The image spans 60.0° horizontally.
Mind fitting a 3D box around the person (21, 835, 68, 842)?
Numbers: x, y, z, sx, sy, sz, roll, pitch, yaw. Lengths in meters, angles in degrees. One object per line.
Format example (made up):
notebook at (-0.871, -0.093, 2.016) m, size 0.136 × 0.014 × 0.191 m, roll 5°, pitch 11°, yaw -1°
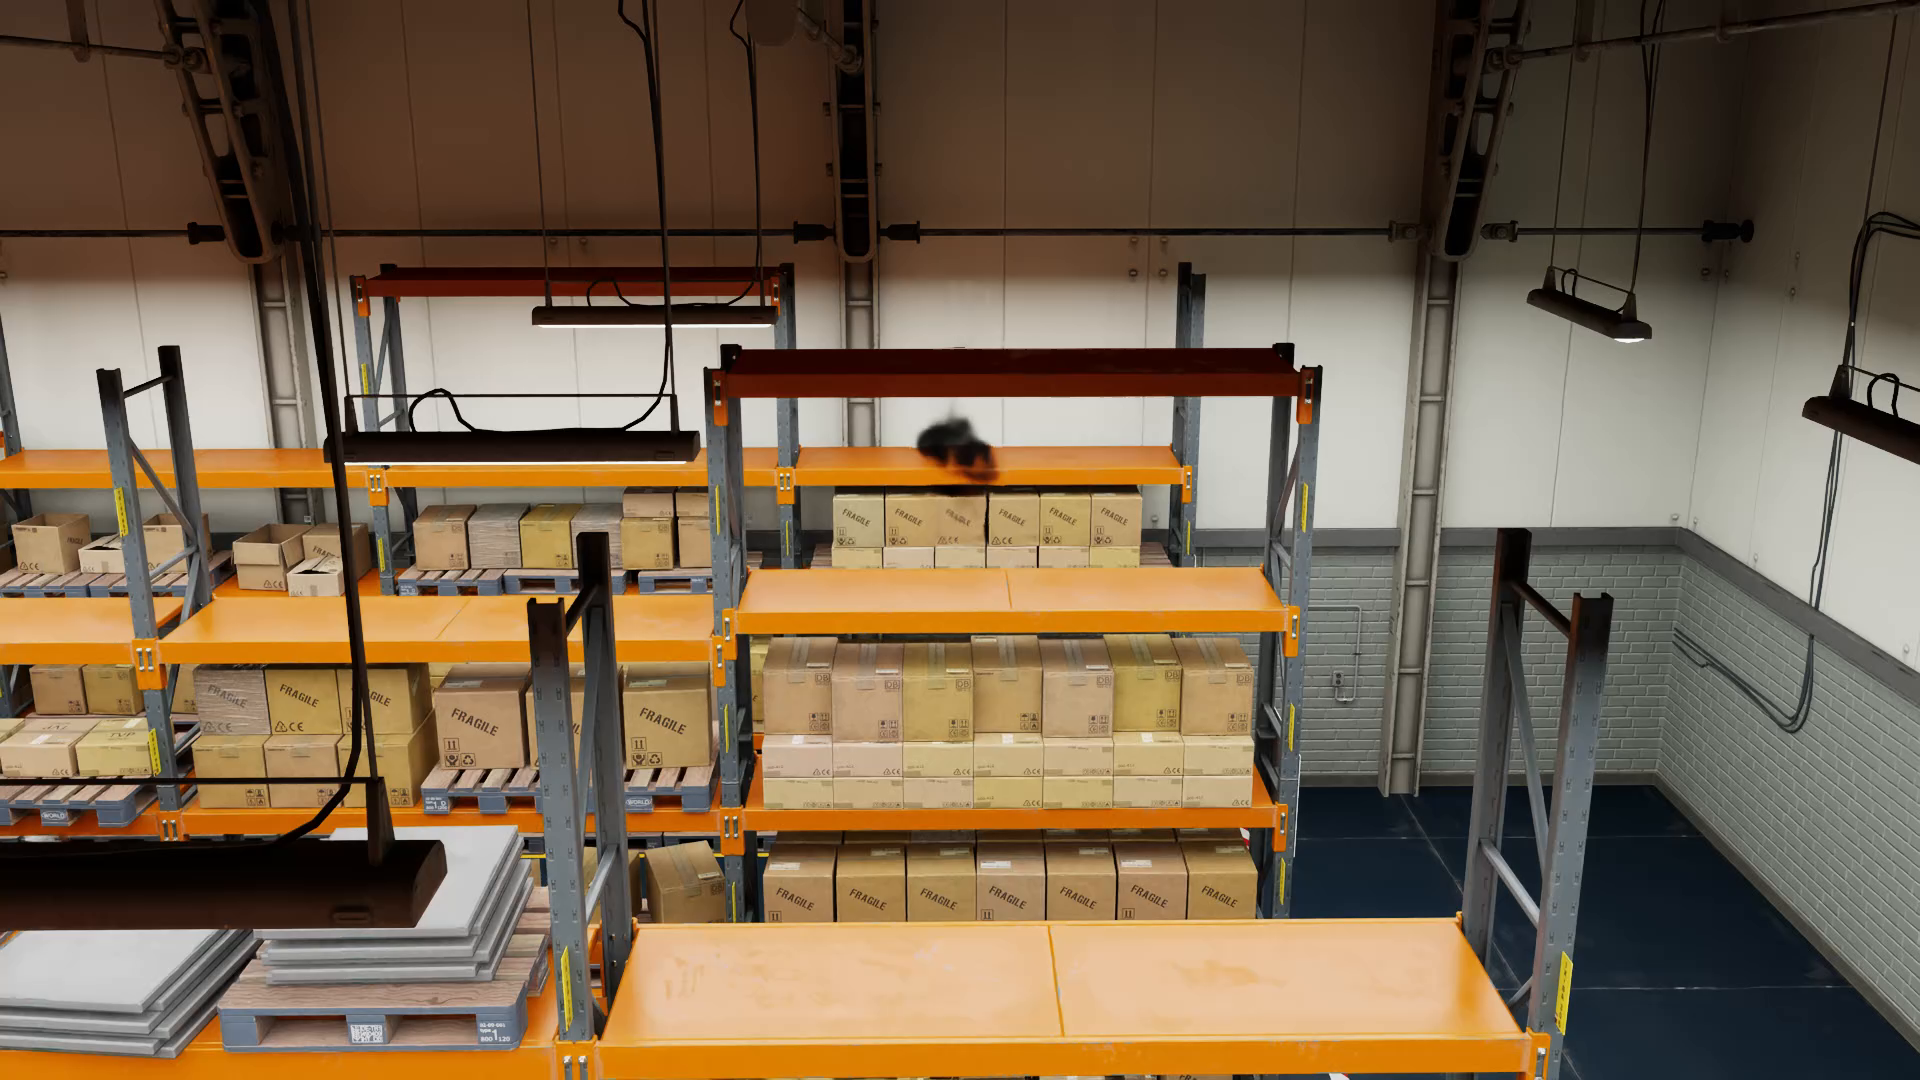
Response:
person at (-8.291, 3.090, 15.134) m, size 0.662 × 1.620 × 0.600 m, roll -3°, pitch 16°, yaw -12°
